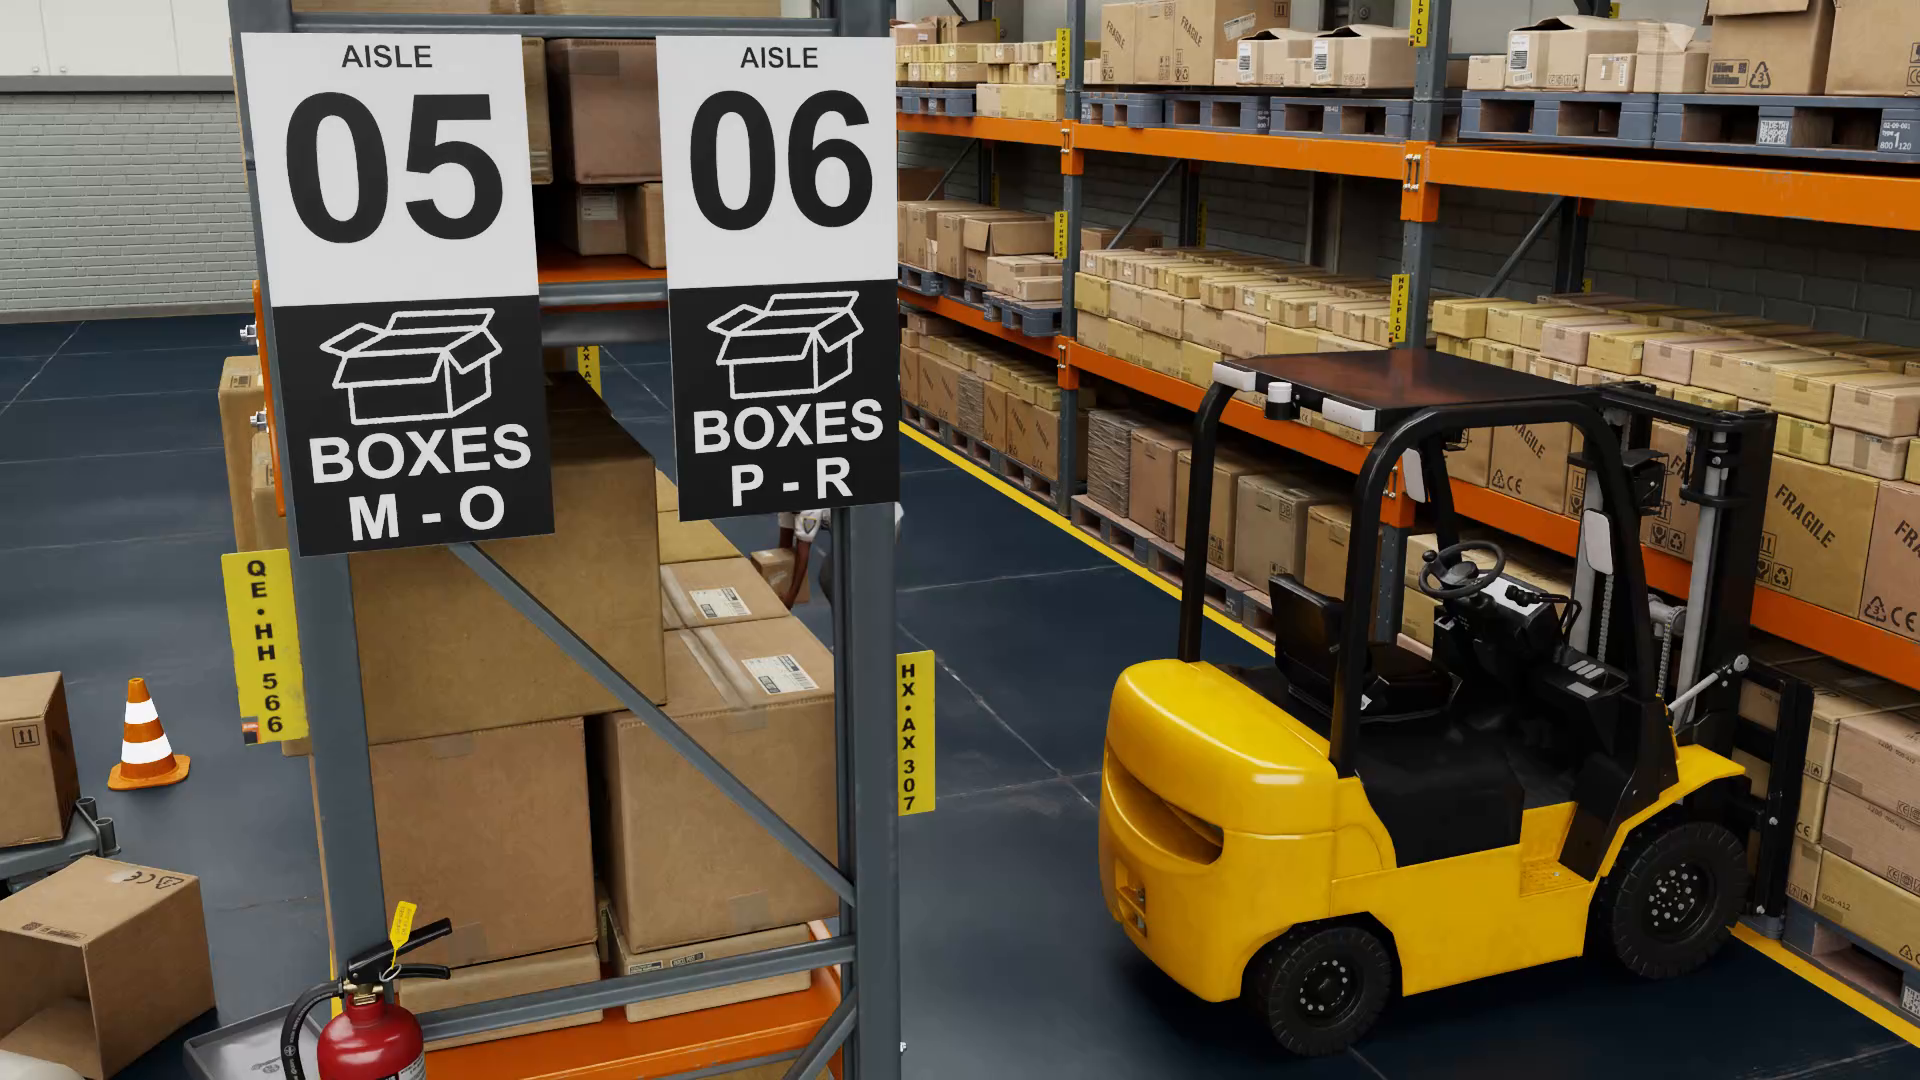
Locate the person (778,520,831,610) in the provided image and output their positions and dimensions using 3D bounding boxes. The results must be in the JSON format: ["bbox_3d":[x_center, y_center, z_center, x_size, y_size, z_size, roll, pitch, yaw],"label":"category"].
[{"bbox_3d":[-0.805,-0.078,8.880,0.789,0.833,0.382,-7,17,-22],"label":"person"}]
